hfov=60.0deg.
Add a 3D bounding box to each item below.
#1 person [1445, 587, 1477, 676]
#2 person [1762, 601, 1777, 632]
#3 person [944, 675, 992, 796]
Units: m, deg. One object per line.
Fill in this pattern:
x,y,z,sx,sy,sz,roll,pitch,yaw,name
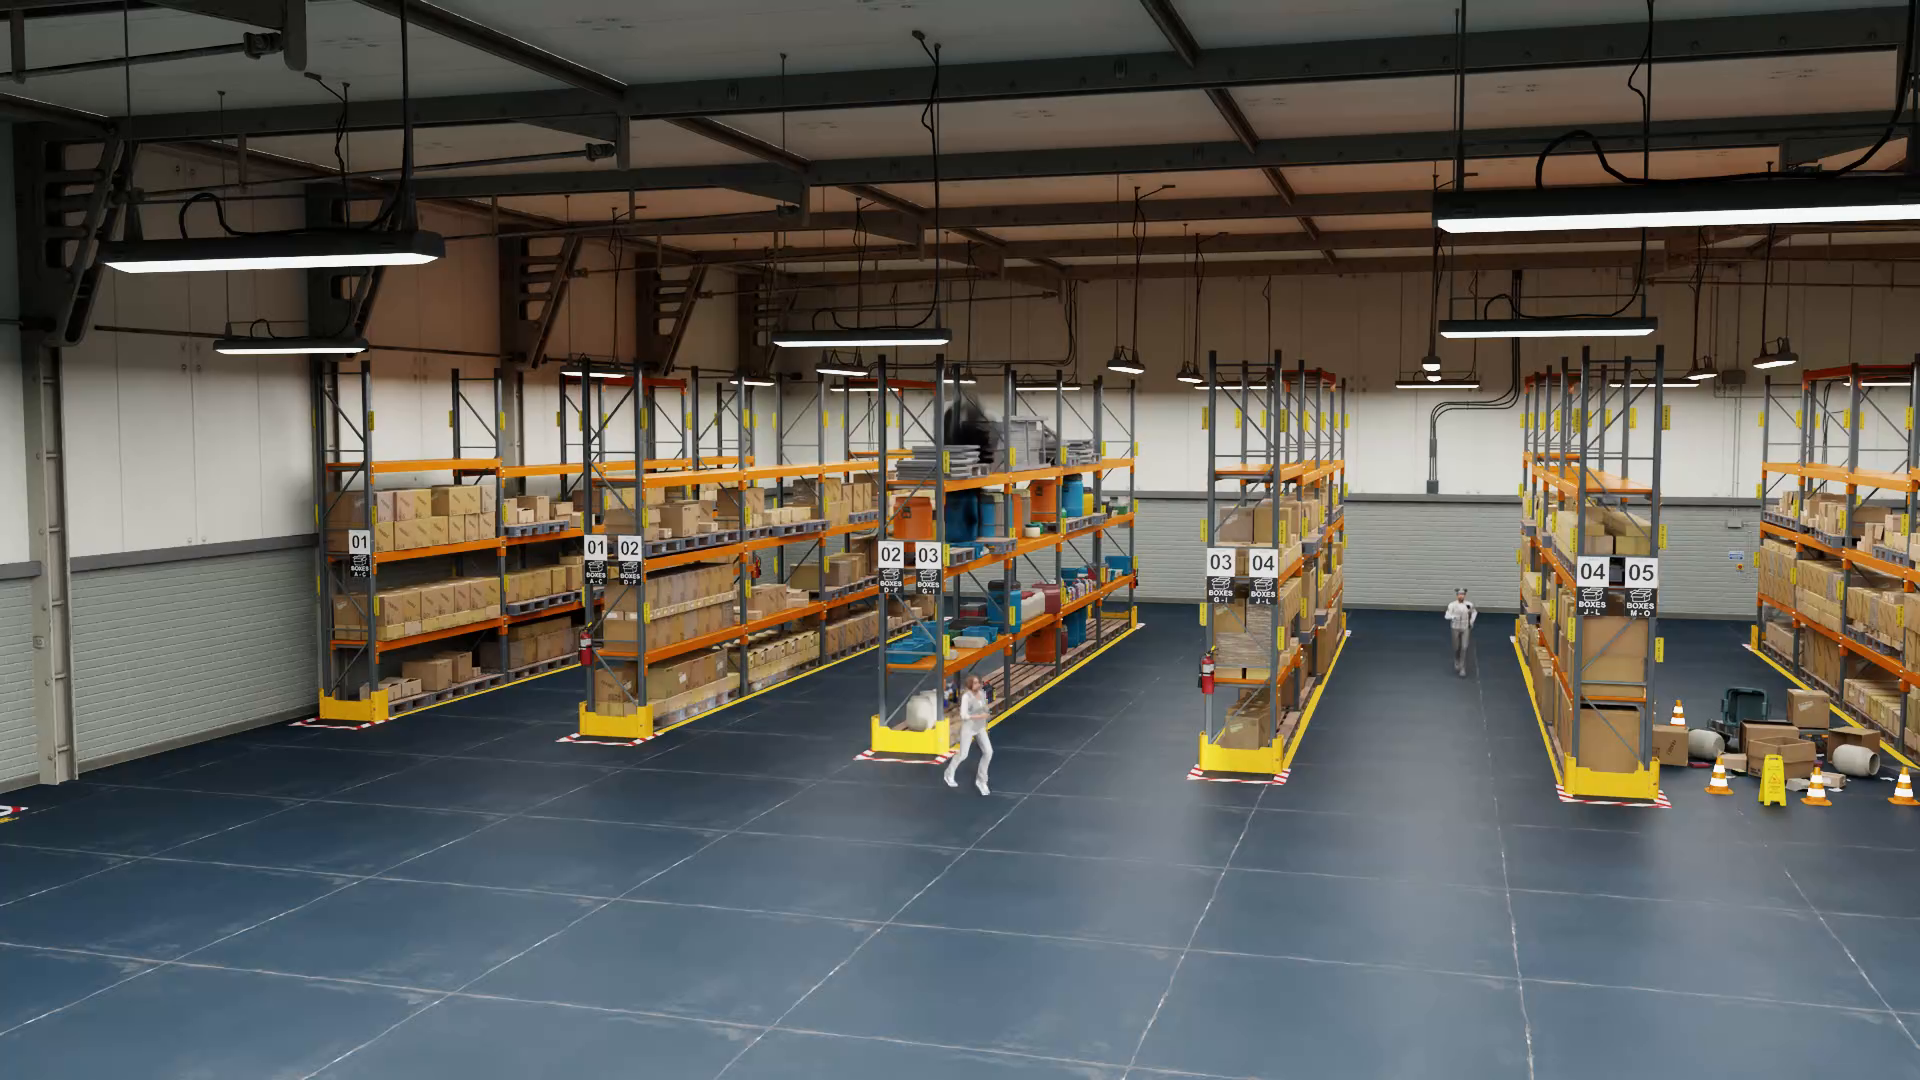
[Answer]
9.898,1.784,32.872,0.605,1.713,0.855,1,4,17,person
18.345,1.460,37.570,0.567,1.734,0.742,3,5,34,person
0.157,2.608,22.375,0.546,1.628,0.839,-3,5,-40,person
